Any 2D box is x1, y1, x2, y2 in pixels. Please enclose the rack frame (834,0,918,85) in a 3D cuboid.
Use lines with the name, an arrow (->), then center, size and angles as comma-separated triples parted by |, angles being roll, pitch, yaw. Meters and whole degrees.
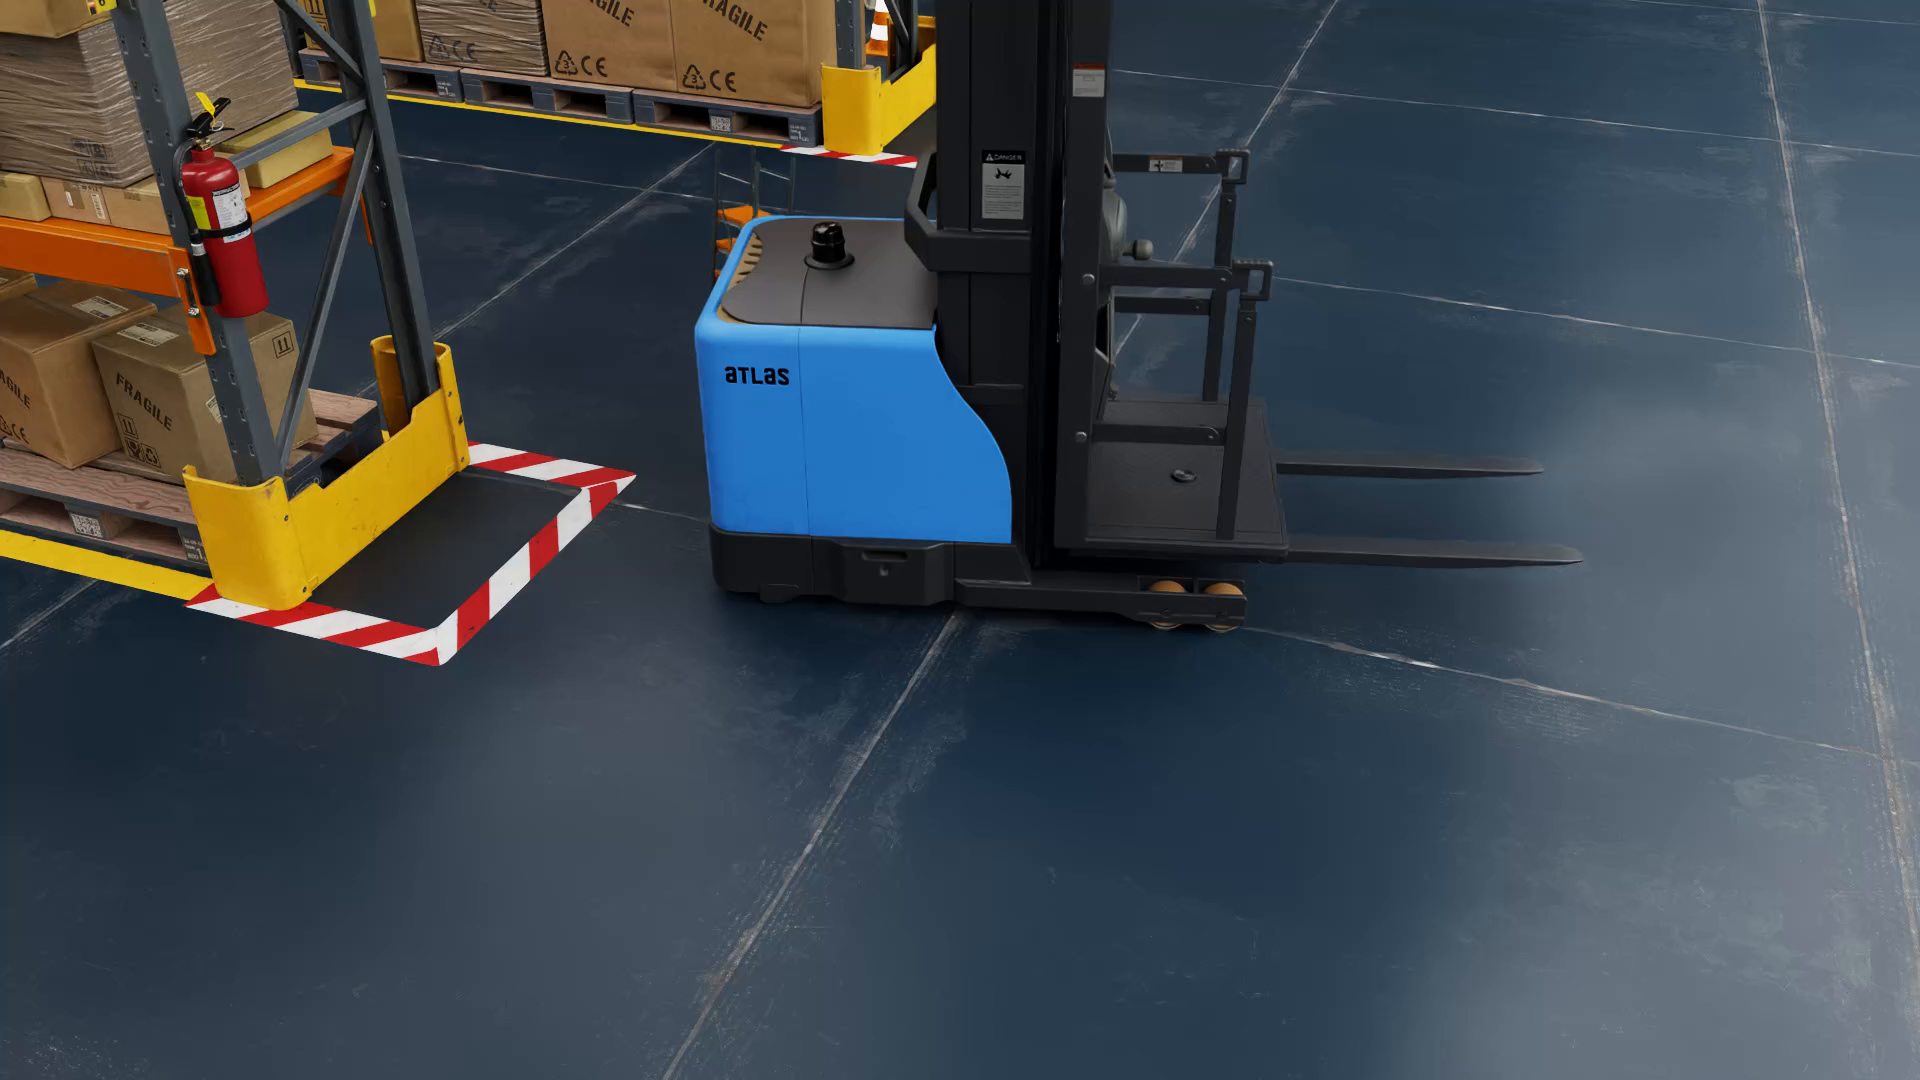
rack frame -> -0.486, -3.831, 9.418 | 0.127, 3.000, 1.000 | 11, 34, 16

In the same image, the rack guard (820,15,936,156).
rack guard -> -0.463, -2.776, 10.089 | 0.348, 0.500, 1.175 | 11, 34, 16

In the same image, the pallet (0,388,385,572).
pallet -> -3.078, -0.326, 6.560 | 1.213, 0.211, 1.003 | 11, 34, 16

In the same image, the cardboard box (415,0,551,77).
cardboard box -> -2.833, -3.533, 10.528 | 0.875, 0.875, 0.875 | 11, 35, 17

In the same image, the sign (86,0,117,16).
sign -> -2.460, -1.656, 4.691 | 0.005, 0.325, 0.100 | 11, 34, 16

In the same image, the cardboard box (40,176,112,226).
cardboard box -> -2.827, -1.204, 5.581 | 0.250, 0.149, 0.380 | 11, 34, 16

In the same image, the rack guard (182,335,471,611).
rack guard -> -2.326, -0.280, 6.223 | 0.348, 0.500, 1.175 | 11, 34, 16

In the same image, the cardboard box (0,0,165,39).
cardboard box -> -2.855, -1.878, 5.105 | 0.500, 0.500, 0.500 | 11, 34, 16

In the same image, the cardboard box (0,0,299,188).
cardboard box -> -2.763, -1.598, 5.594 | 0.500, 0.500, 0.875 | 11, 34, 16

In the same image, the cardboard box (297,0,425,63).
cardboard box -> -3.683, -3.696, 10.780 | 0.875, 0.875, 0.875 | 12, 35, 17

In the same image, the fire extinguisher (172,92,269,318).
fire extinguisher -> -2.302, -1.028, 5.148 | 0.183, 0.674, 0.296 | 11, 34, 16

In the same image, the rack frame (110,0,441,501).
rack frame -> -2.254, -1.317, 5.524 | 0.127, 3.000, 1.000 | 11, 34, 16

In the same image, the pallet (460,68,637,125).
pallet -> -2.409, -2.990, 10.686 | 1.213, 0.211, 1.003 | 11, 34, 16

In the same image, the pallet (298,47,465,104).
pallet -> -3.562, -3.212, 11.031 | 1.213, 0.211, 1.003 | 11, 34, 16

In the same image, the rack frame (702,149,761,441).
rack frame -> -0.899, -0.903, 6.499 | 0.240, 1.200, 0.006 | 25, 31, 33

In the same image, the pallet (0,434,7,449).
pallet -> -4.223, -0.550, 6.907 | 1.213, 0.211, 1.003 | 11, 34, 16

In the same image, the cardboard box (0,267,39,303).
cardboard box -> -3.993, -0.782, 6.613 | 0.500, 0.500, 0.500 | 14, 35, 21

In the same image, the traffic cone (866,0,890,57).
traffic cone -> -0.506, -3.587, 11.380 | 0.334, 0.463, 0.336 | 11, 34, 16

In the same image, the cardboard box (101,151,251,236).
cardboard box -> -2.592, -1.158, 5.510 | 0.250, 0.149, 0.380 | 11, 34, 16

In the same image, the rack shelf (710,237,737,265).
rack shelf -> -0.819, -1.103, 6.481 | 0.258, 0.103, 0.180 | 25, 31, 33

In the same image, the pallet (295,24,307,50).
pallet -> -5.003, -3.494, 11.467 | 1.213, 0.211, 1.003 | 11, 34, 16

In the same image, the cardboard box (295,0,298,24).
cardboard box -> -4.866, -3.862, 11.153 | 0.750, 0.750, 1.050 | 11, 34, 16

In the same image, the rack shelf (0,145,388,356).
rack shelf -> -4.137, -1.380, 6.286 | 4.000, 0.370, 1.077 | 11, 34, 16

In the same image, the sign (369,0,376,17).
sign -> -2.071, -1.957, 5.718 | 0.005, 0.325, 0.100 | 11, 34, 16

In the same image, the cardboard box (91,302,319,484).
cardboard box -> -2.836, -0.566, 6.278 | 0.500, 0.500, 0.500 | 18, 37, 25

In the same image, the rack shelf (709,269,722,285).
rack shelf -> -0.832, -0.995, 6.533 | 0.258, 0.103, 0.180 | 25, 31, 33

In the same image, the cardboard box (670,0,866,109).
cardboard box -> -1.146, -3.205, 10.020 | 0.875, 0.875, 0.875 | 11, 35, 17

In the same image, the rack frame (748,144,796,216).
rack frame -> -0.781, -0.952, 6.631 | 0.240, 1.200, 0.006 | 25, 31, 33

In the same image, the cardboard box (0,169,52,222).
cardboard box -> -3.080, -1.223, 5.611 | 0.250, 0.149, 0.380 | 11, 34, 16

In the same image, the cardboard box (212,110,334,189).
cardboard box -> -2.442, -1.385, 5.861 | 0.250, 0.149, 0.380 | 11, 34, 16

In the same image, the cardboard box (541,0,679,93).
cardboard box -> -1.975, -3.365, 10.268 | 0.875, 0.875, 0.875 | 10, 34, 16

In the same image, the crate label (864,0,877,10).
crate label -> -0.566, -4.077, 12.439 | 0.298, 0.136, 0.250 | -6, 33, -9

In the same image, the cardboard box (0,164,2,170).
cardboard box -> -3.274, -1.629, 5.640 | 0.500, 0.500, 0.875 | 11, 34, 16

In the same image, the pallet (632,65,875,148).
pallet -> -1.265, -2.766, 10.339 | 1.213, 0.211, 1.003 | 11, 34, 16

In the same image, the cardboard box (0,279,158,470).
cardboard box -> -3.411, -0.658, 6.421 | 0.500, 0.500, 0.500 | 21, 38, 29

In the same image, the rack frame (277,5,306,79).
rack frame -> -4.251, -4.563, 10.552 | 0.127, 3.000, 1.000 | 11, 34, 16

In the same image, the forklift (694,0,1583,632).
forklift -> 0.664, -1.215, 5.430 | 3.031, 2.935, 1.130 | 2, 33, 4

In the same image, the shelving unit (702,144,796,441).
shelving unit -> -0.840, -0.927, 6.565 | 0.258, 1.200, 0.189 | 25, 31, 33

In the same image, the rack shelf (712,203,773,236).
rack shelf -> -0.806, -1.210, 6.430 | 0.258, 0.103, 0.180 | 25, 31, 33
